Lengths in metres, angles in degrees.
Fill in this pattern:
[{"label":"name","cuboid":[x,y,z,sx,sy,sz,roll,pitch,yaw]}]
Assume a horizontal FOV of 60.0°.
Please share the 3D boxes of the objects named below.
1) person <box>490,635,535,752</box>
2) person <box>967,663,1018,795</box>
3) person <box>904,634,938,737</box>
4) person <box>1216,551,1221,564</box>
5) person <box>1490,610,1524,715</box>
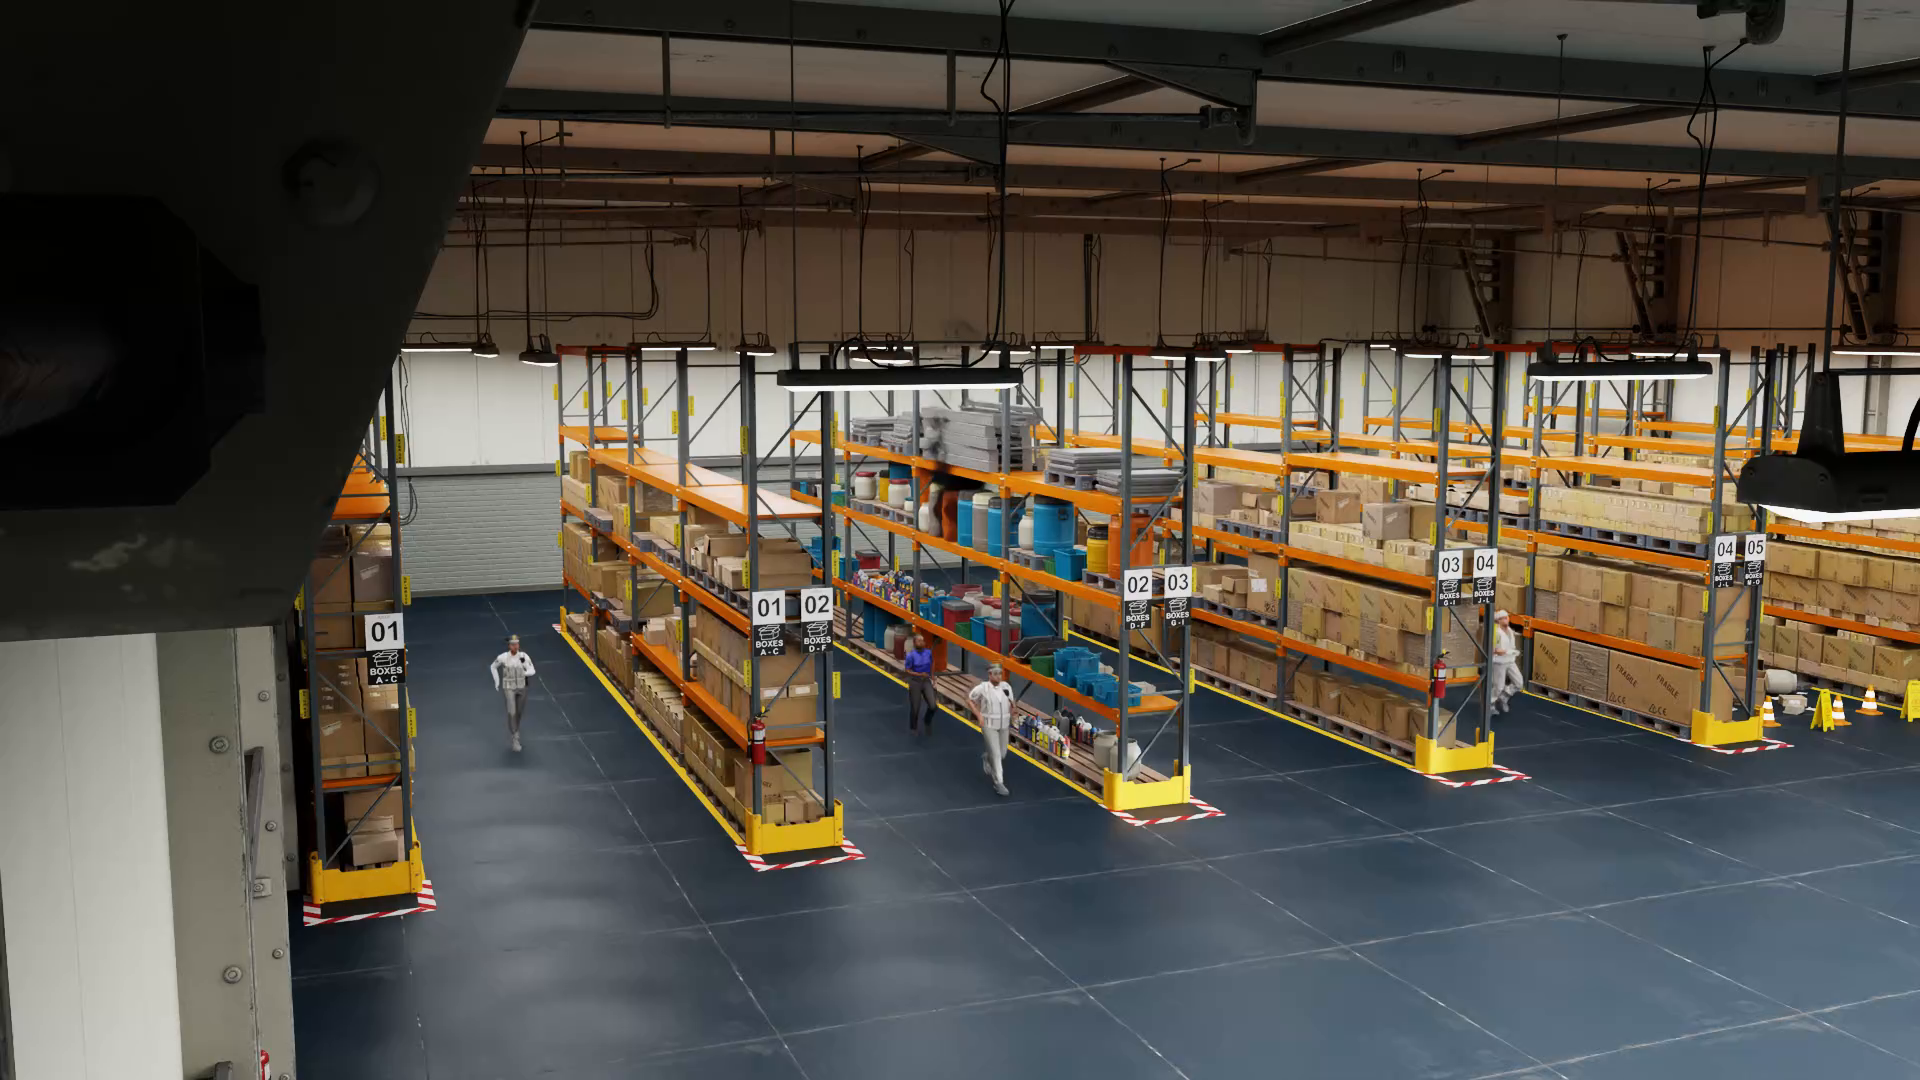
[{"label":"person","cuboid":[-6.753,2.271,25.217,0.599,1.708,0.878,-4,8,-29]},{"label":"person","cuboid":[0.462,2.562,22.978,0.663,1.779,0.895,-4,8,-26]},{"label":"person","cuboid":[-0.576,2.260,25.676,0.569,1.627,0.655,-3,8,-22]},{"label":"person","cuboid":[6.439,0.083,42.296,0.967,1.730,0.676,-6,9,-37]},{"label":"person","cuboid":[8.896,2.011,27.094,0.659,1.748,0.647,-4,8,-30]}]
